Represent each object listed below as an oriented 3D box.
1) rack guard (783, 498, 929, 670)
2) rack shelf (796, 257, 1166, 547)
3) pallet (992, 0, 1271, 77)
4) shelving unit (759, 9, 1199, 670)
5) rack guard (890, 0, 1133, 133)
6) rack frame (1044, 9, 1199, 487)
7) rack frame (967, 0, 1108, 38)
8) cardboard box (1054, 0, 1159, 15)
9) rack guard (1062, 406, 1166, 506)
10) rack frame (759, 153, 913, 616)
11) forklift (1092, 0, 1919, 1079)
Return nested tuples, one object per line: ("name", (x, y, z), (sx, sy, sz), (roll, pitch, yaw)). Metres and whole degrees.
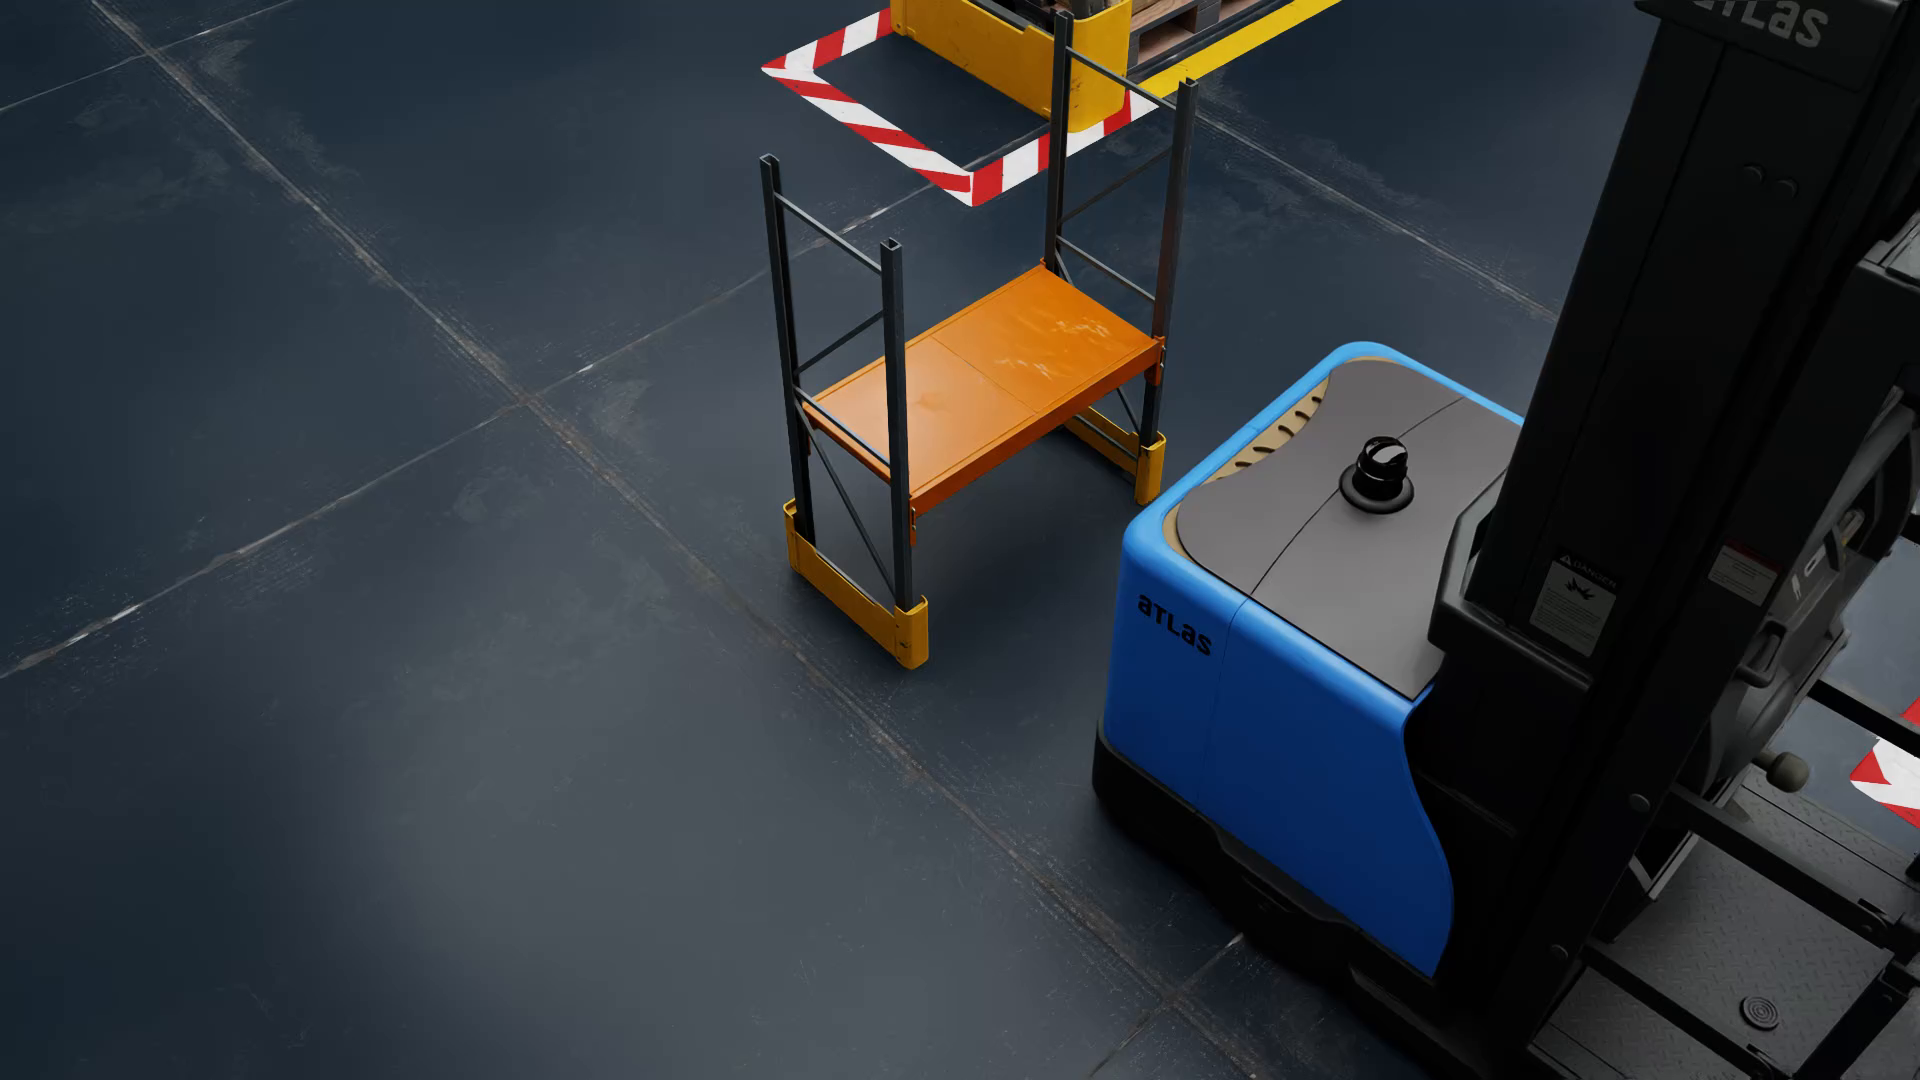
("rack guard", (-0.312, 0.124, 4.966), (0.087, 0.250, 0.587), (-34, 56, -27))
("rack shelf", (0.063, -0.429, 4.870), (1.000, 0.185, 0.538), (-34, 56, -27))
("pallet", (0.745, -2.564, 7.472), (1.213, 0.211, 1.003), (-34, 56, -27))
("shelving unit", (0.056, -0.546, 4.734), (1.083, 1.500, 0.587), (-34, 56, -27))
("rack guard", (0.188, -2.212, 6.951), (0.348, 0.500, 1.175), (-34, 56, -27))
("rack frame", (0.439, -0.802, 4.970), (0.032, 1.500, 0.500), (-34, 56, -27))
("rack frame", (0.206, -3.071, 6.043), (0.127, 3.000, 1.000), (-34, 56, -27))
("cardboard box", (0.627, -2.726, 7.182), (0.875, 0.438, 0.875), (-36, 57, -28))
("rack guard", (0.425, -0.369, 5.420), (0.087, 0.250, 0.587), (-34, 56, -27))
("rack frame", (-0.313, -0.299, 4.506), (0.032, 1.500, 0.500), (-34, 56, -27))
("forklift", (1.780, 0.195, 3.076), (3.031, 2.935, 1.130), (35, 56, 28))
